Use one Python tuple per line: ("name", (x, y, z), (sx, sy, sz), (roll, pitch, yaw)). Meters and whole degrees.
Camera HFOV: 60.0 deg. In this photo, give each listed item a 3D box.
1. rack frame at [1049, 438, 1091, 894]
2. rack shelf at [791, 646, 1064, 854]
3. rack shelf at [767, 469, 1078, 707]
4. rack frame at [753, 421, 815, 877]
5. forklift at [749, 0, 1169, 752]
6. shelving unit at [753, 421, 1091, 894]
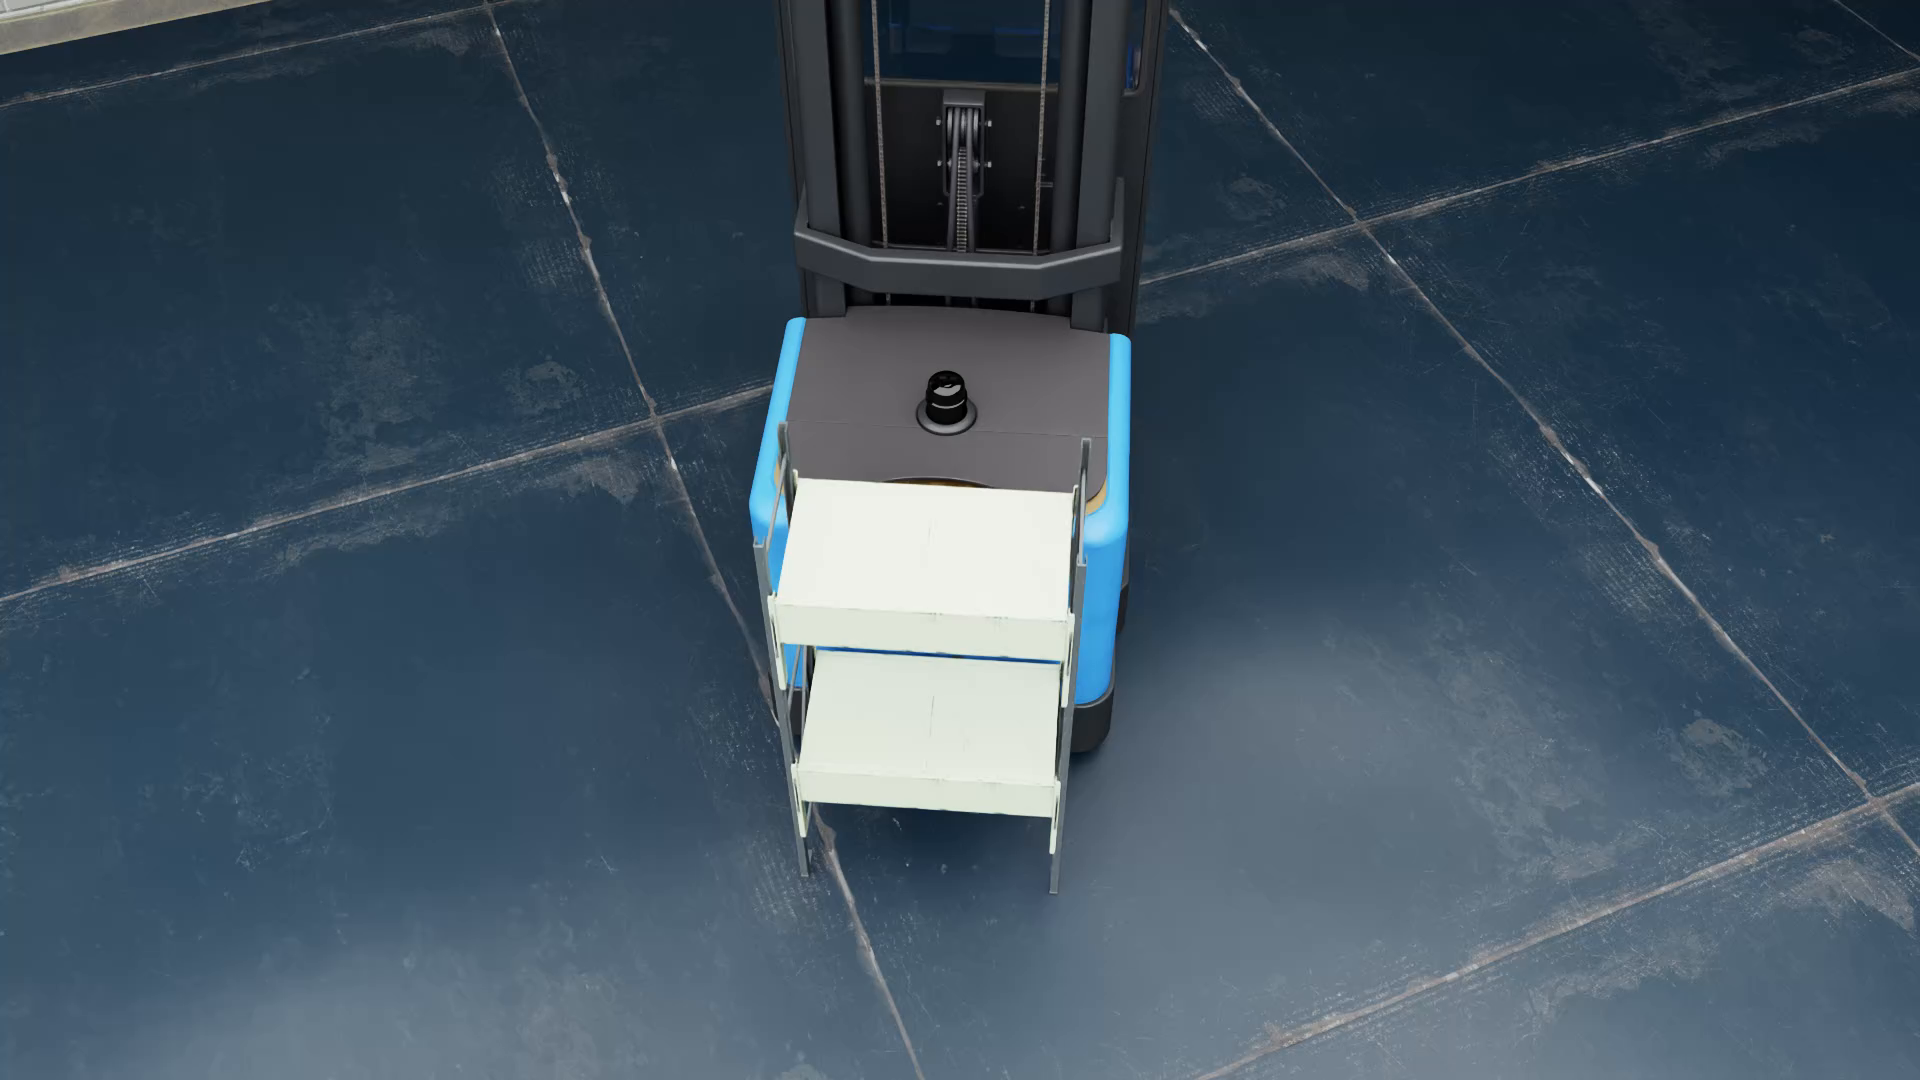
("rack frame", (0.288, 0.395, 4.422), (0.023, 1.500, 0.400), (3, 49, 3))
("rack shelf", (-0.077, 0.587, 4.687), (0.720, 0.370, 0.431), (3, 49, 3))
("rack shelf", (-0.077, 0.120, 4.144), (0.720, 0.370, 0.431), (3, 49, 3))
("rack frame", (-0.442, 0.353, 4.458), (0.023, 1.500, 0.400), (3, 49, 3))
("forklift", (0.047, -1.426, 5.043), (1.130, 2.935, 3.031), (3, 49, 3))
("shelving unit", (-0.077, 0.374, 4.440), (0.755, 1.500, 0.431), (3, 49, 3))
